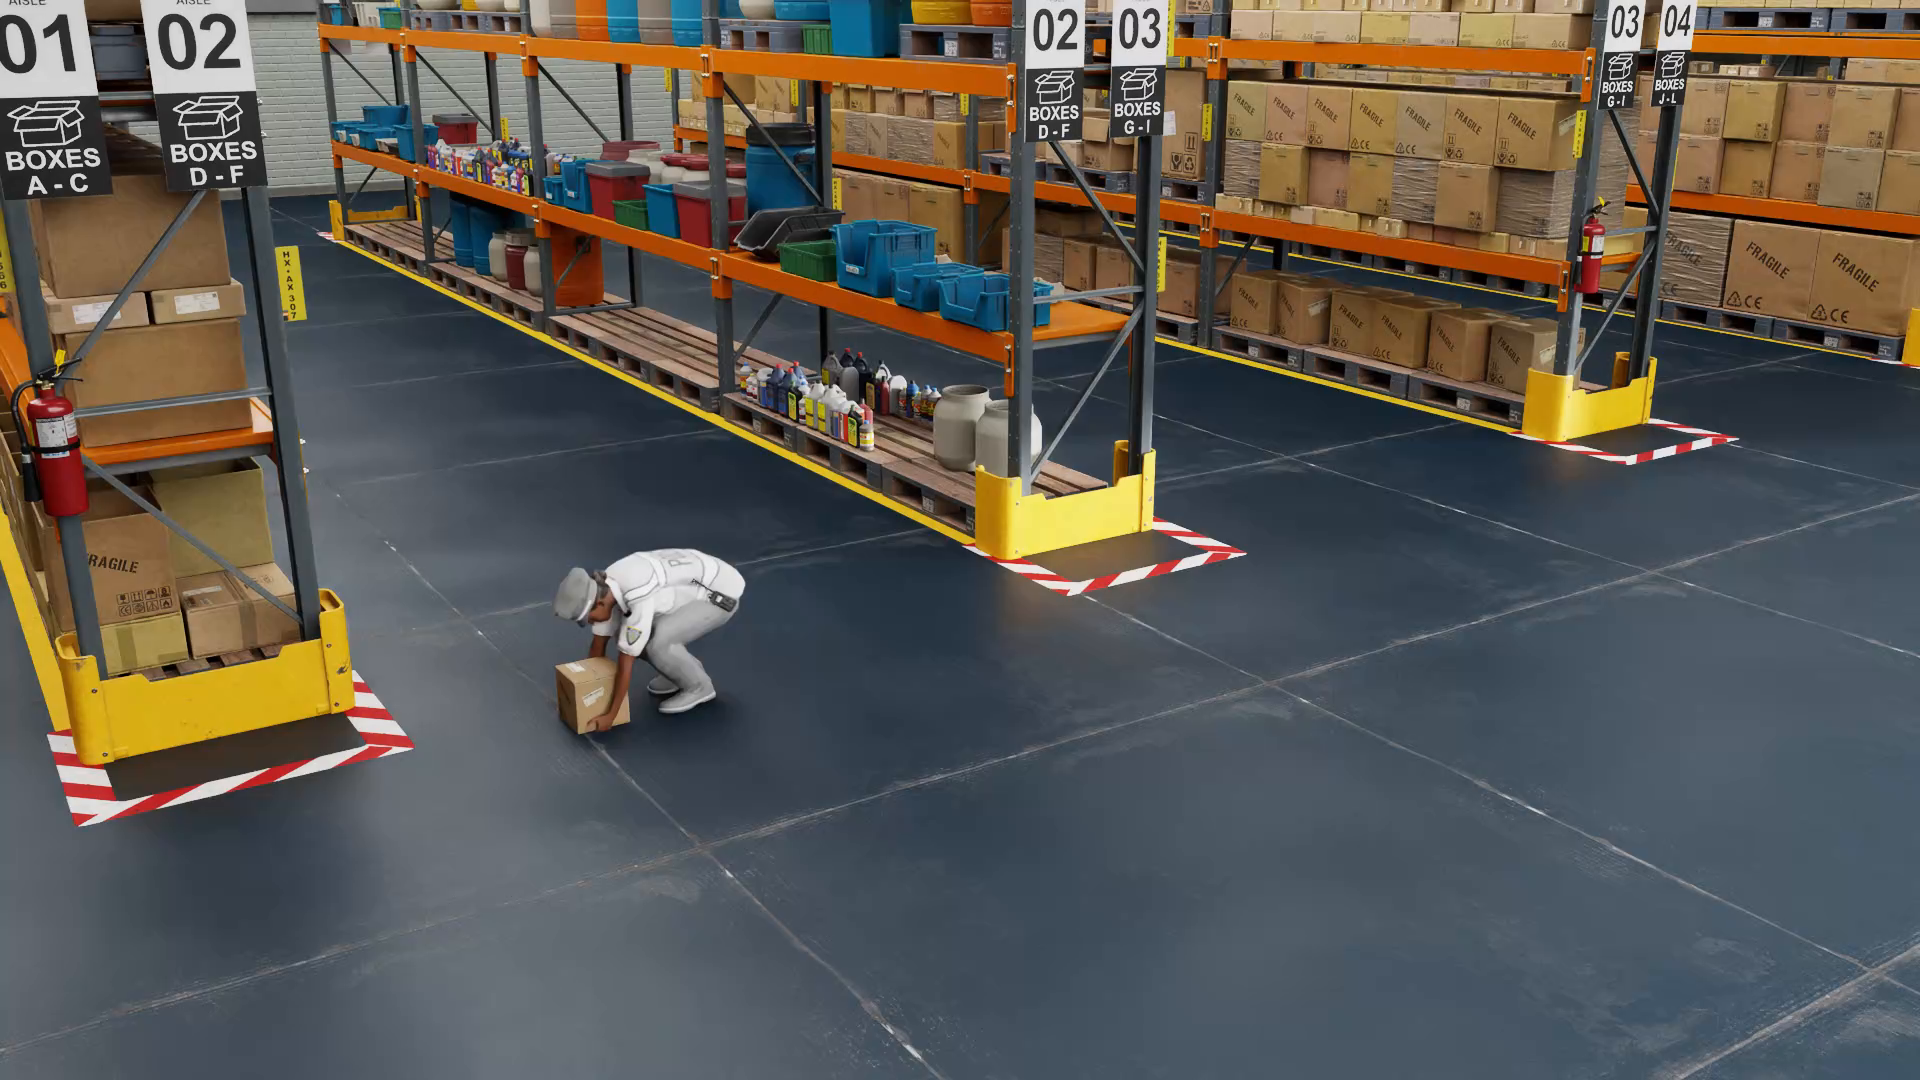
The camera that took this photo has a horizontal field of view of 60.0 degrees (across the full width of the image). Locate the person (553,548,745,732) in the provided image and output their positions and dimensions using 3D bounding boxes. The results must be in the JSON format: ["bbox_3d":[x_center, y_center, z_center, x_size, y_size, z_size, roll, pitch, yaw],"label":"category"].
[{"bbox_3d":[-1.443,0.426,7.743,0.924,0.769,0.450,-12,22,-33],"label":"person"}]
